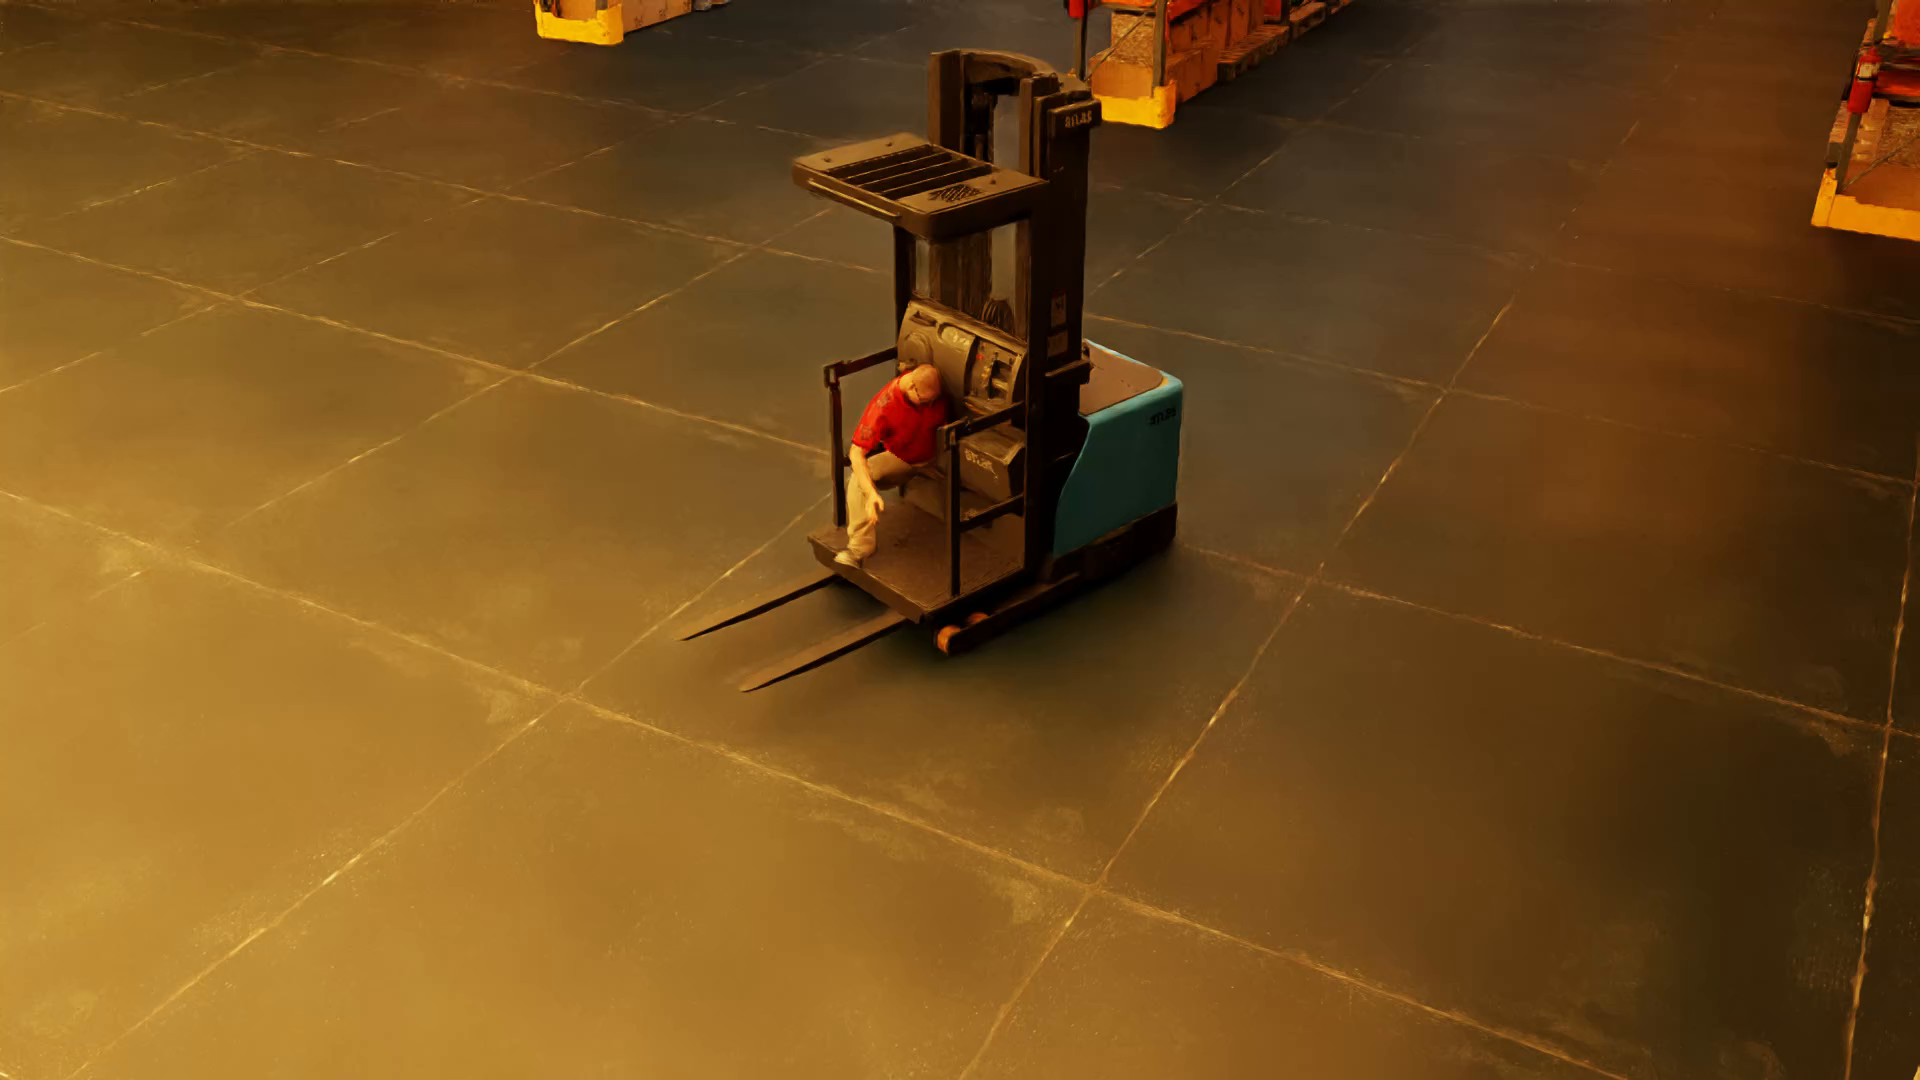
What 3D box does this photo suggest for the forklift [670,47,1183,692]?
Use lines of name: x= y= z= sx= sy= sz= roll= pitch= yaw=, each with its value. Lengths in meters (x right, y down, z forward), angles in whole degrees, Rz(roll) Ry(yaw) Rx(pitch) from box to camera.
forklift: x=-0.156 y=-0.946 z=8.710 sx=3.031 sy=2.935 sz=1.130 roll=-24 pitch=37 yaw=-35

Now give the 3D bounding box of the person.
person: x=-0.137 y=-0.389 z=9.256 sx=1.338 sy=1.391 sz=0.808 roll=-9 pitch=31 yaw=-15
